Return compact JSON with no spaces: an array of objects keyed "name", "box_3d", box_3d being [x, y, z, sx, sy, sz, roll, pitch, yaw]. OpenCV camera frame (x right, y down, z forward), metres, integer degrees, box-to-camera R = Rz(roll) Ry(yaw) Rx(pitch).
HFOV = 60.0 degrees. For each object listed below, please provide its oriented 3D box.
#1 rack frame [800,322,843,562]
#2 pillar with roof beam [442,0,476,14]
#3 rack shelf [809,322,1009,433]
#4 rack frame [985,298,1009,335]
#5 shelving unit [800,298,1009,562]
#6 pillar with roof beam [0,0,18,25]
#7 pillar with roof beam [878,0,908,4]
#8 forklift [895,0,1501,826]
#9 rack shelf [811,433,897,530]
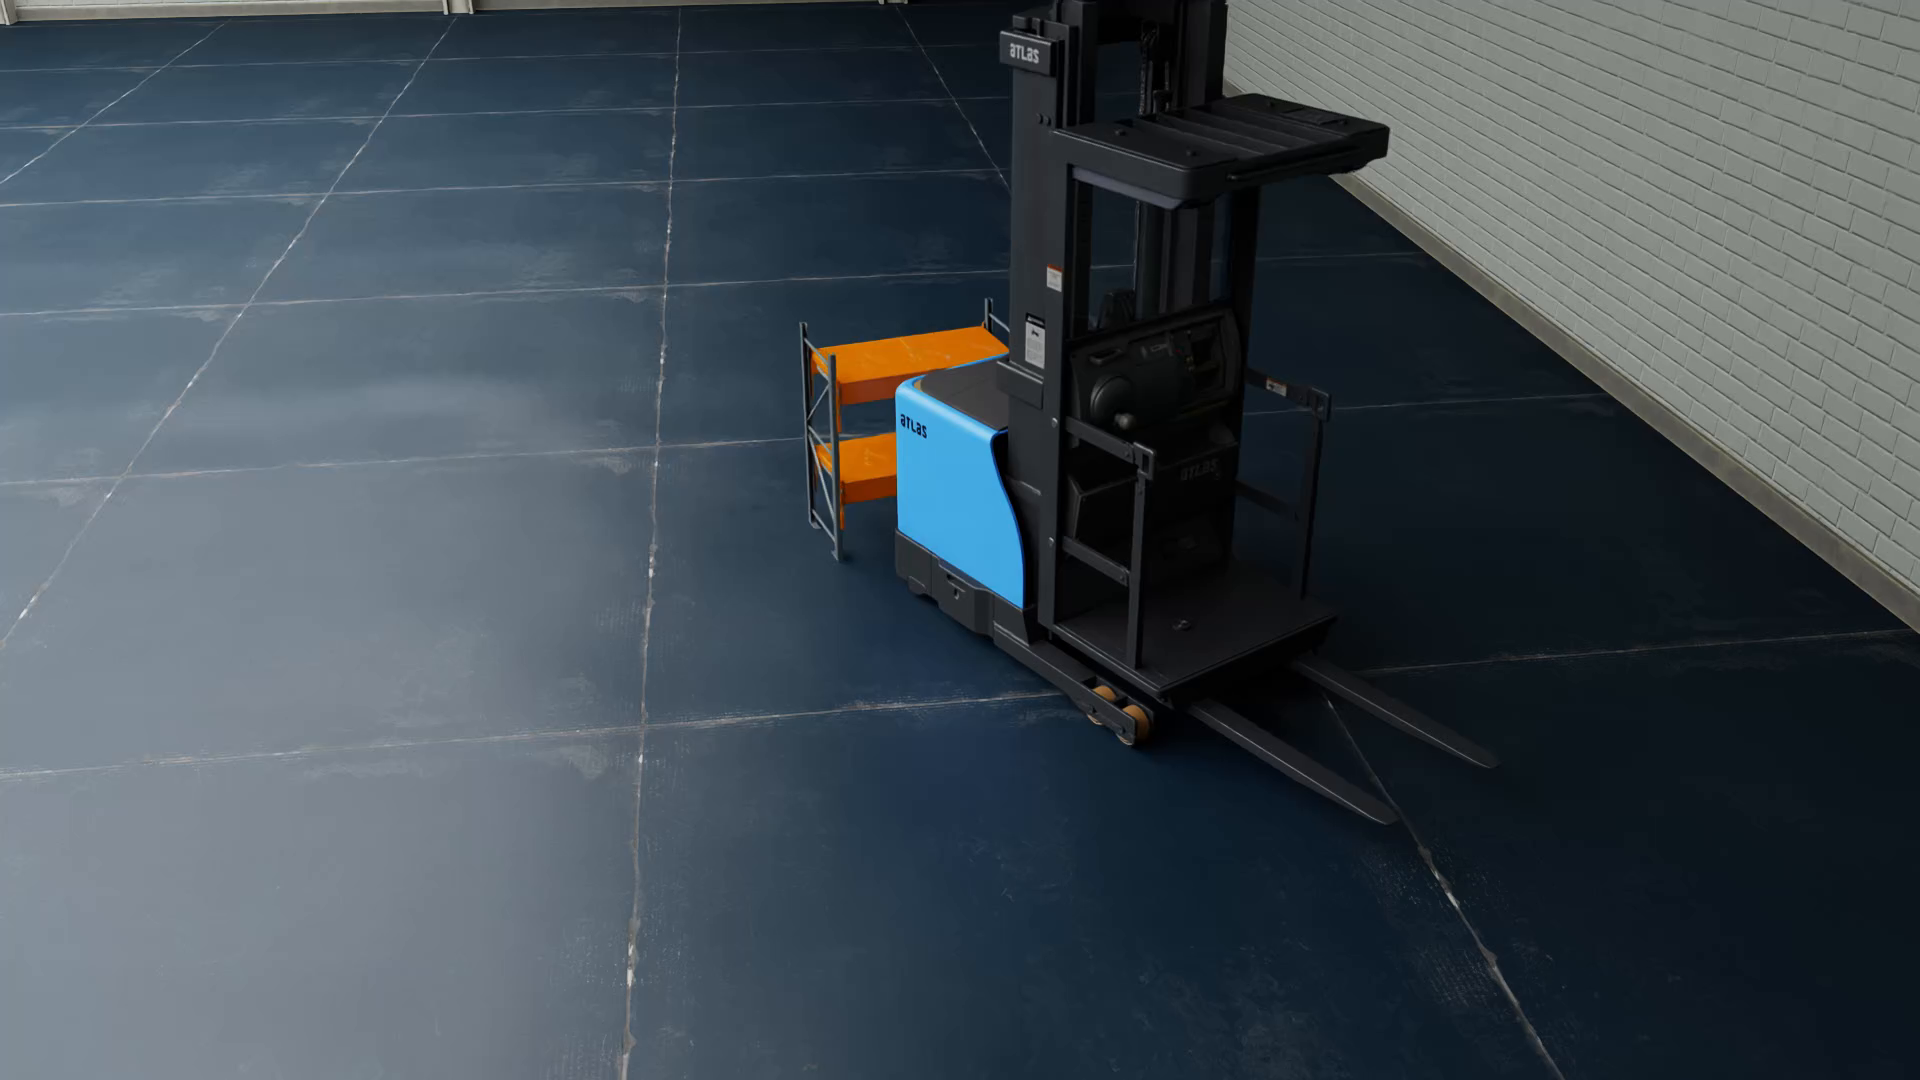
[{"name":"rack frame","box_3d":[-0.706,-0.498,8.487,0.032,1.125,0.500,-10,29,-19]},{"name":"pillar with roof beam","box_3d":[-6.296,-9.343,17.101,0.400,9.000,9.100,-4,27,-7]},{"name":"rack shelf","box_3d":[-0.235,-0.844,8.522,1.000,0.278,0.538,-10,29,-19]},{"name":"rack frame","box_3d":[0.237,-0.670,8.824,0.032,1.125,0.500,-10,29,-19]},{"name":"shelving unit","box_3d":[-0.235,-0.584,8.656,1.048,1.125,0.538,-10,29,-19]},{"name":"pillar with roof beam","box_3d":[-12.237,-8.961,16.357,0.400,9.000,9.100,-4,27,-7]},{"name":"pillar with roof beam","box_3d":[-0.354,-9.724,17.844,0.400,9.000,9.100,-4,27,-7]},{"name":"forklift","box_3d":[0.960,-0.688,6.881,1.130,2.935,3.031,-19,33,-32]},{"name":"rack shelf","box_3d":[-0.235,-0.366,8.767,1.000,0.278,0.538,-10,29,-19]}]
